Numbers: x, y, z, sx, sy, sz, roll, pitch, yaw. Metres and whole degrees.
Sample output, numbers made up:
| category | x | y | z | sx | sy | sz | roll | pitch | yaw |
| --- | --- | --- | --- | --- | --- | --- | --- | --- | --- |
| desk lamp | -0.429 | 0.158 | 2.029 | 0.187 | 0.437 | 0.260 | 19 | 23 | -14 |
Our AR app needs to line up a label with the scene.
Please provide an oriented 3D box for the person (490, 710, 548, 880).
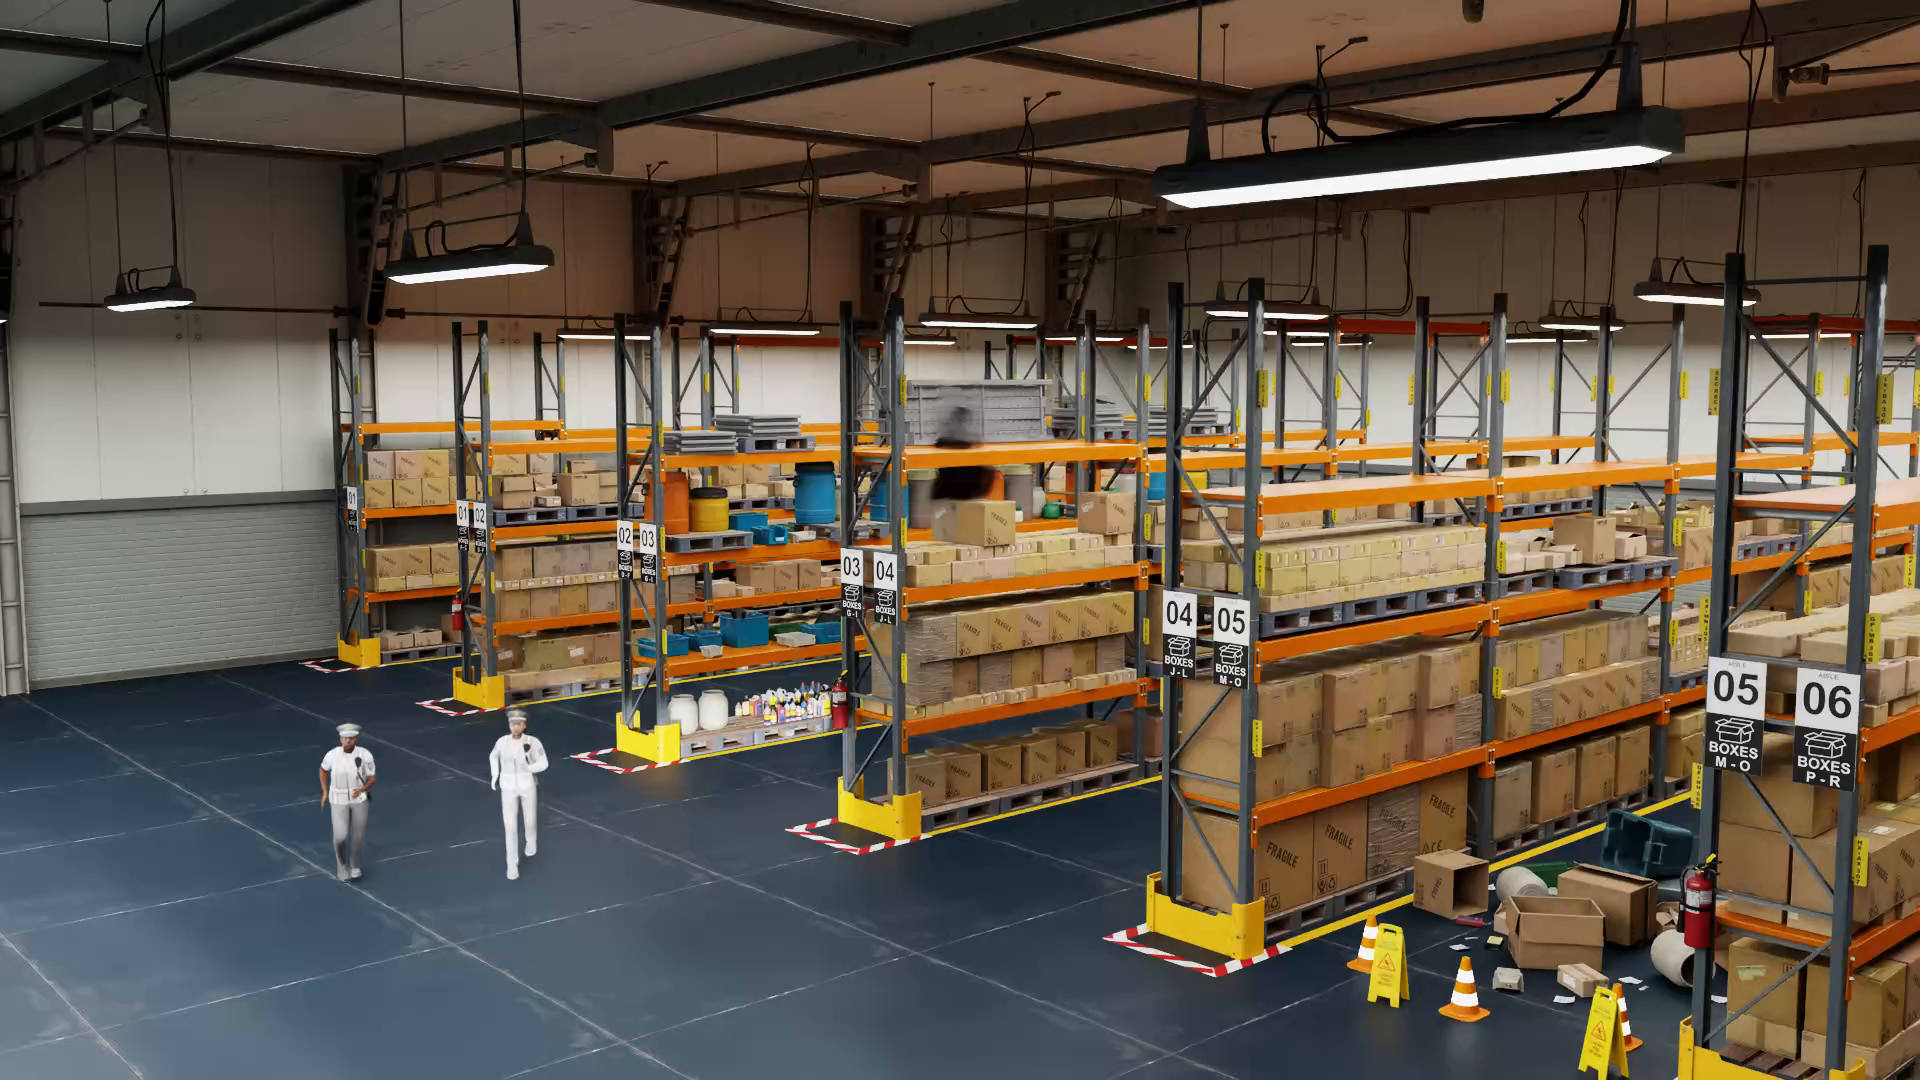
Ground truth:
| category | x | y | z | sx | sy | sz | roll | pitch | yaw |
| --- | --- | --- | --- | --- | --- | --- | --- | --- | --- |
| person | -4.598 | 2.592 | 17.330 | 0.613 | 1.678 | 0.915 | -1 | 6 | -10 |

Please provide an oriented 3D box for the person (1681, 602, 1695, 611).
| category | x | y | z | sx | sy | sz | roll | pitch | yaw |
| --- | --- | --- | --- | --- | --- | --- | --- | --- | --- |
| person | 11.239 | 1.797 | 25.610 | 0.863 | 1.699 | 0.593 | -4 | 7 | -34 |

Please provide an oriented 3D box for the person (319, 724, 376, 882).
| category | x | y | z | sx | sy | sz | roll | pitch | yaw |
| --- | --- | --- | --- | --- | --- | --- | --- | --- | --- |
| person | -6.200 | 2.665 | 16.862 | 0.543 | 1.645 | 0.723 | -2 | 6 | -20 |
